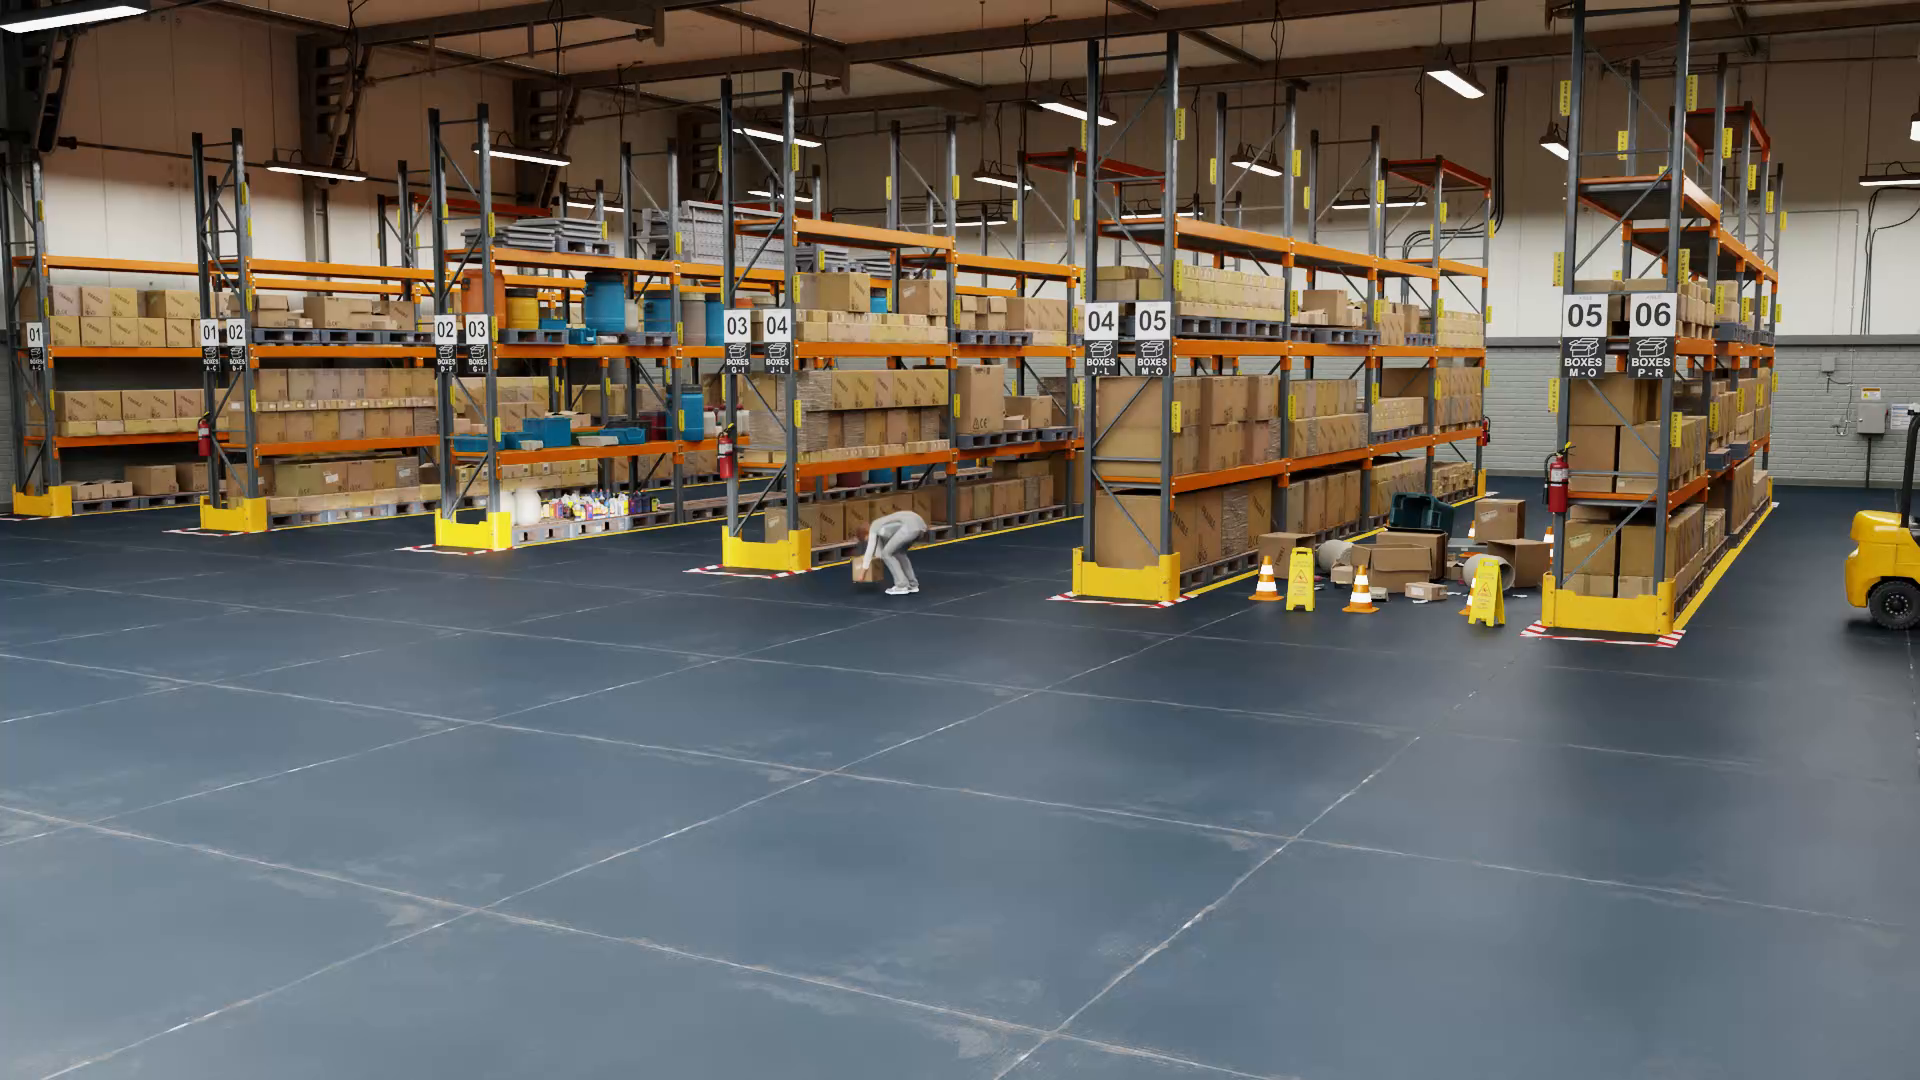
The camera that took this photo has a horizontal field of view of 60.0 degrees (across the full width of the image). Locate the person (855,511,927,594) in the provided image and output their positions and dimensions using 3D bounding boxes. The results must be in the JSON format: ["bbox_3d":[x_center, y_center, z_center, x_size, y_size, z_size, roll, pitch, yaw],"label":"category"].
[{"bbox_3d":[-0.784,0.129,18.516,0.861,0.923,0.416,3,7,26],"label":"person"}]
